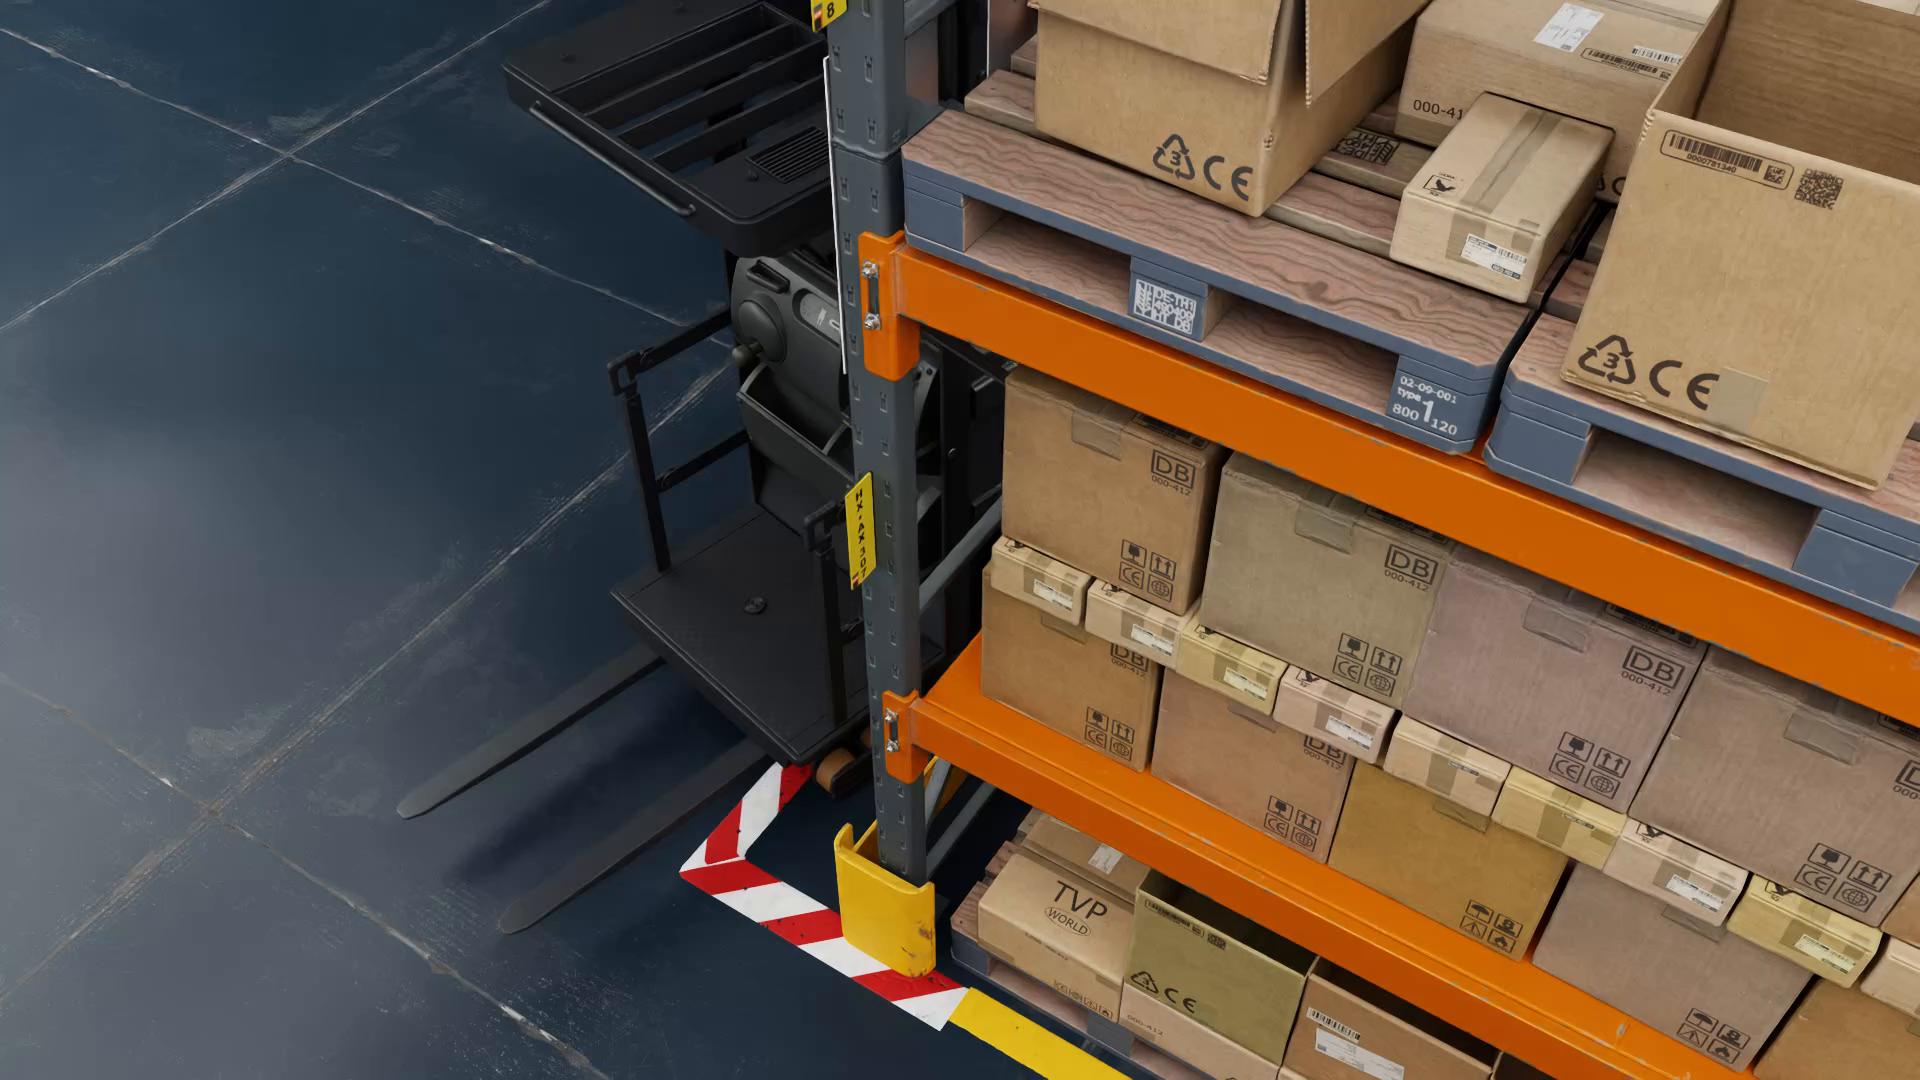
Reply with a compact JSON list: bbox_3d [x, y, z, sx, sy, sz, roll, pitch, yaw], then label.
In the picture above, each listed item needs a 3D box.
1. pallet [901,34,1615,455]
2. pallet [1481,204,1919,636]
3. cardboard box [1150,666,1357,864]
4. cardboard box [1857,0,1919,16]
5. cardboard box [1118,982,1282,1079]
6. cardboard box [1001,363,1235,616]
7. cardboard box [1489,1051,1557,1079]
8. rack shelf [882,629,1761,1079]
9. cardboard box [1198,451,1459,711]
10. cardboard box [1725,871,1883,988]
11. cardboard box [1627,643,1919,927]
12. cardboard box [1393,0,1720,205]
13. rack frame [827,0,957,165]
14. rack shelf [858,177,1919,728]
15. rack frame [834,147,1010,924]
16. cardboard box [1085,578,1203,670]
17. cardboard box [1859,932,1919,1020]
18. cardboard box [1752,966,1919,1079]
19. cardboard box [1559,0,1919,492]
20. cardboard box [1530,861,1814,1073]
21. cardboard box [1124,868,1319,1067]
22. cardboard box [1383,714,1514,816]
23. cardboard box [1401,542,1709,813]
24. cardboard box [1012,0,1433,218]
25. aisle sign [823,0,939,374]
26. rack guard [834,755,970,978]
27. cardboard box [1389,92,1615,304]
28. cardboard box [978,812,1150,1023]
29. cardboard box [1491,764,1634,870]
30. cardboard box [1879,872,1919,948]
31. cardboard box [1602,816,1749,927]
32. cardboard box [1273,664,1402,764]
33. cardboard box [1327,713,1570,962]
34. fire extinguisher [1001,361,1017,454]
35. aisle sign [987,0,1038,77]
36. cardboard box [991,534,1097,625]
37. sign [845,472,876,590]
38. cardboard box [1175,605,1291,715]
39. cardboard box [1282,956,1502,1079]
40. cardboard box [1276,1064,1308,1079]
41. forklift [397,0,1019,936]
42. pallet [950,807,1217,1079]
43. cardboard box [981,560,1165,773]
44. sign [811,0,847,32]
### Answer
[{"bbox_3d":[0.647,-0.747,3.354,1.213,0.211,1.003,25,51,22],"label":"pallet"},{"bbox_3d":[1.678,-0.275,2.896,1.213,0.211,1.003,25,51,22],"label":"pallet"},{"bbox_3d":[0.897,0.333,4.265,0.500,0.500,0.700,26,51,23],"label":"cardboard box"},{"bbox_3d":[1.646,-0.729,2.947,0.500,0.311,0.500,31,53,26],"label":"cardboard box"},{"bbox_3d":[0.820,1.324,4.997,0.500,0.250,0.500,25,51,22],"label":"cardboard box"},{"bbox_3d":[0.496,-0.299,3.975,0.500,0.500,0.700,25,51,22],"label":"cardboard box"},{"bbox_3d":[1.658,1.453,4.348,0.500,0.500,0.500,25,51,22],"label":"cardboard box"},{"bbox_3d":[1.749,1.004,4.185,4.000,0.370,1.077,25,51,22],"label":"rack shelf"},{"bbox_3d":[0.942,-0.099,3.780,0.500,0.500,0.700,23,50,21],"label":"cardboard box"},{"bbox_3d":[1.795,0.697,3.459,0.250,0.149,0.380,26,51,23],"label":"cardboard box"},{"bbox_3d":[1.789,0.289,3.403,0.500,0.500,0.700,25,51,22],"label":"cardboard box"},{"bbox_3d":[1.178,-0.923,3.178,0.500,0.250,0.500,25,51,22],"label":"cardboard box"},{"bbox_3d":[0.066,-2.112,2.528,0.127,3.000,1.000,25,51,22],"label":"rack frame"},{"bbox_3d":[1.749,-0.042,3.109,4.000,0.370,1.077,25,51,22],"label":"rack shelf"},{"bbox_3d":[0.066,-0.021,4.679,0.127,3.000,1.000,25,51,22],"label":"rack frame"},{"bbox_3d":[0.504,0.100,4.039,0.250,0.149,0.380,23,50,21],"label":"cardboard box"},{"bbox_3d":[2.020,0.798,3.361,0.250,0.149,0.380,26,51,23],"label":"cardboard box"},{"bbox_3d":[2.188,0.928,3.687,0.500,0.500,0.700,25,51,23],"label":"cardboard box"},{"bbox_3d":[1.316,-0.489,2.582,0.500,0.500,0.500,25,51,22],"label":"cardboard box"},{"bbox_3d":[1.757,0.730,3.879,0.500,0.500,0.700,26,51,23],"label":"cardboard box"},{"bbox_3d":[0.819,1.064,4.727,0.500,0.500,0.500,25,51,22],"label":"cardboard box"},{"bbox_3d":[1.150,0.398,3.749,0.250,0.149,0.380,23,50,21],"label":"cardboard box"},{"bbox_3d":[1.367,0.096,3.591,0.500,0.500,0.700,25,51,22],"label":"cardboard box"},{"bbox_3d":[0.547,-1.073,3.147,0.637,0.503,0.797,28,52,25],"label":"cardboard box"},{"bbox_3d":[-0.155,-0.768,3.592,0.004,0.787,0.394,25,51,22],"label":"aisle sign"},{"bbox_3d":[0.046,0.840,5.585,0.348,0.500,1.175,25,51,22],"label":"rack guard"},{"bbox_3d":[0.961,-0.612,2.947,0.250,0.149,0.380,25,51,22],"label":"cardboard box"},{"bbox_3d":[0.397,1.132,5.182,0.500,0.250,0.500,25,51,22],"label":"cardboard box"},{"bbox_3d":[1.365,0.497,3.653,0.250,0.149,0.380,24,50,22],"label":"cardboard box"},{"bbox_3d":[2.209,0.483,3.215,0.500,0.500,0.700,25,51,22],"label":"cardboard box"},{"bbox_3d":[1.573,0.595,3.558,0.250,0.149,0.380,25,51,22],"label":"cardboard box"},{"bbox_3d":[0.924,0.297,3.848,0.250,0.149,0.380,24,50,22],"label":"cardboard box"},{"bbox_3d":[1.311,0.528,4.075,0.500,0.500,0.700,25,51,22],"label":"cardboard box"},{"bbox_3d":[0.217,-0.321,5.024,0.183,0.674,0.296,25,51,22],"label":"fire extinguisher"},{"bbox_3d":[0.169,-1.130,3.944,0.004,0.787,0.394,25,51,22],"label":"aisle sign"},{"bbox_3d":[0.280,0.000,4.137,0.250,0.149,0.380,24,51,22],"label":"cardboard box"},{"bbox_3d":[-0.239,-0.018,4.017,0.005,0.325,0.100,25,51,22],"label":"sign"},{"bbox_3d":[0.713,0.198,3.944,0.250,0.149,0.380,25,51,22],"label":"cardboard box"},{"bbox_3d":[1.247,1.249,4.546,0.500,0.500,0.500,25,51,22],"label":"cardboard box"},{"bbox_3d":[1.241,1.518,4.808,0.500,0.250,0.500,25,51,22],"label":"cardboard box"},{"bbox_3d":[-0.568,-0.547,5.238,3.031,2.935,1.130,-35,55,-29],"label":"forklift"},{"bbox_3d":[0.732,1.221,5.416,1.213,0.211,1.003,25,51,22],"label":"pallet"},{"bbox_3d":[0.452,0.132,4.460,0.500,0.500,0.700,25,51,22],"label":"cardboard box"},{"bbox_3d":[-0.239,-1.066,2.938,0.005,0.325,0.100,25,51,22],"label":"sign"}]
